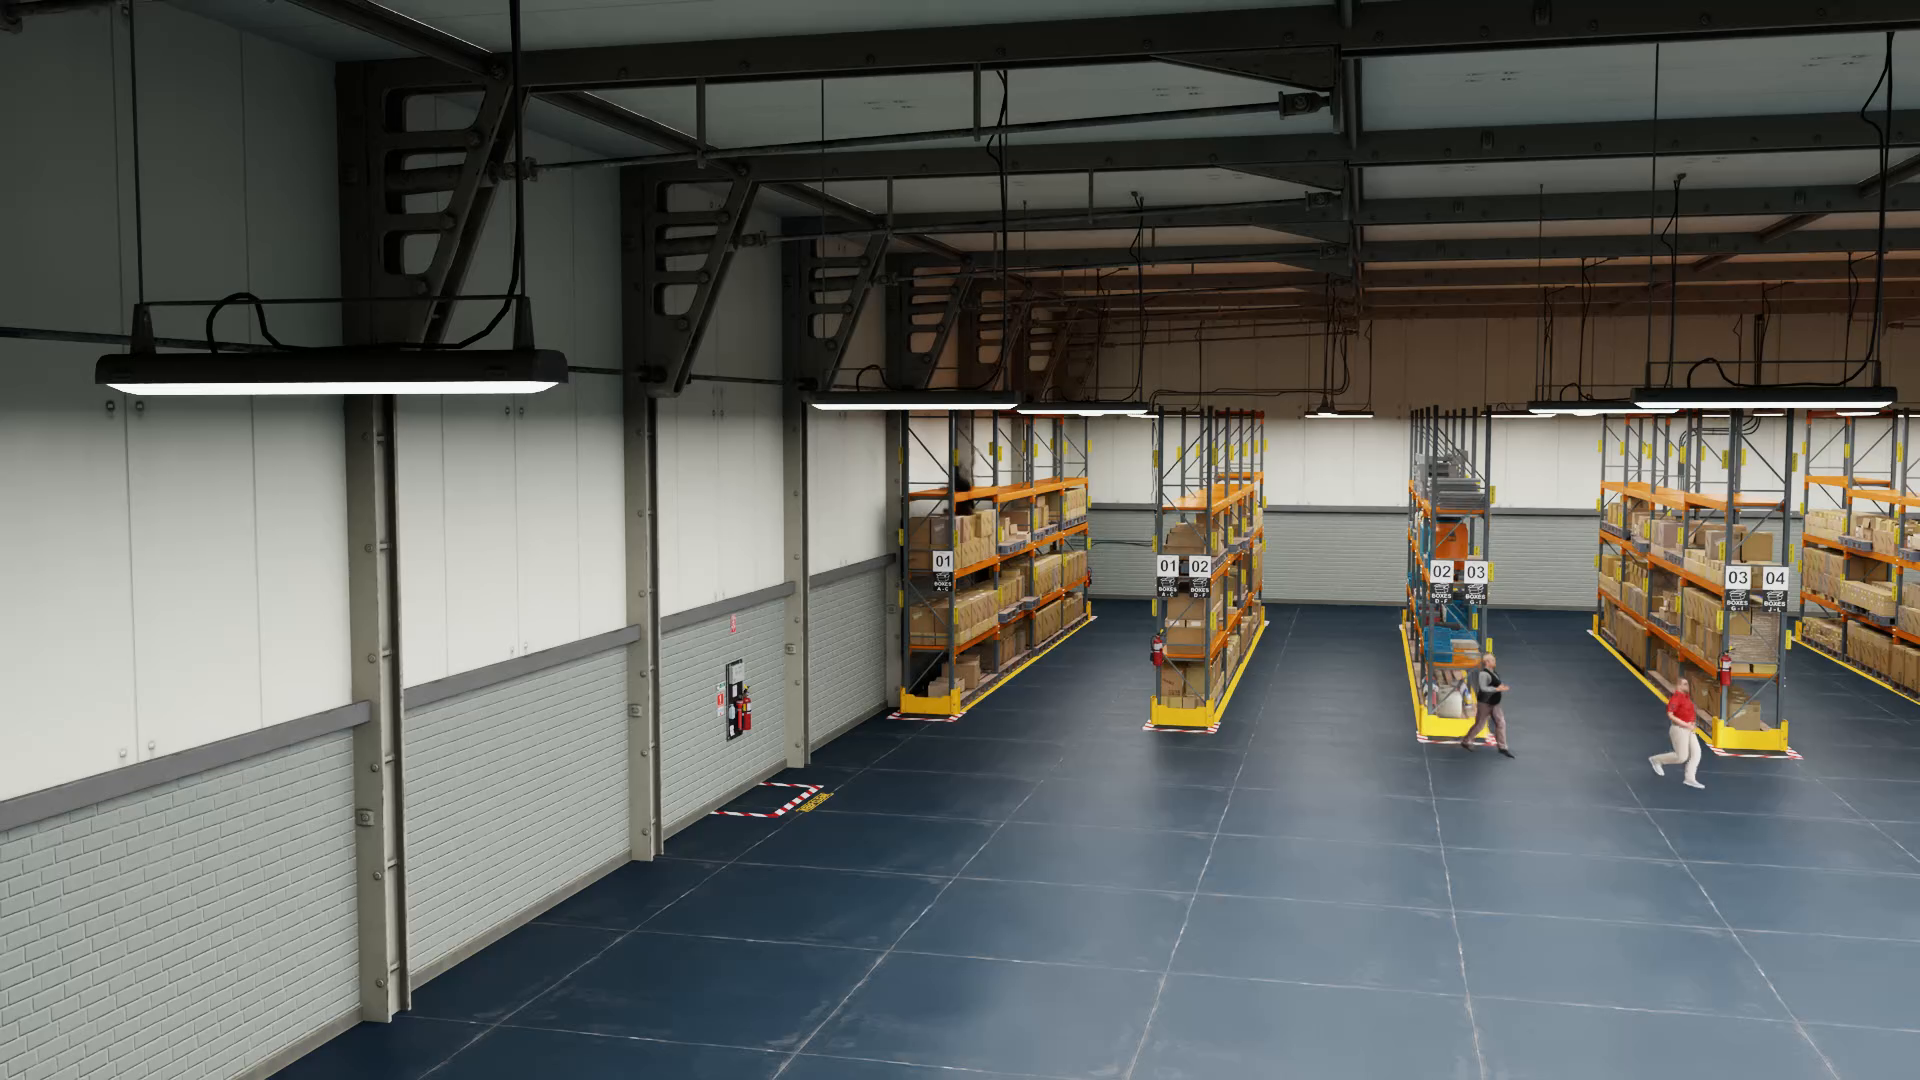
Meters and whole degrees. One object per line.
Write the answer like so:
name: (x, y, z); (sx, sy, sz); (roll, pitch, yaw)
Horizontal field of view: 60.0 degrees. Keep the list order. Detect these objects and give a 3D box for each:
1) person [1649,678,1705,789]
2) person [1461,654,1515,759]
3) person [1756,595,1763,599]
person: (11.314, 3.050, 26.152); (0.829, 1.647, 0.673); (4, 6, 44)
person: (8.980, 2.809, 28.264); (0.895, 1.745, 0.656); (4, 6, 45)
person: (20.093, 1.948, 41.603); (0.566, 1.597, 0.588); (1, 4, 19)
